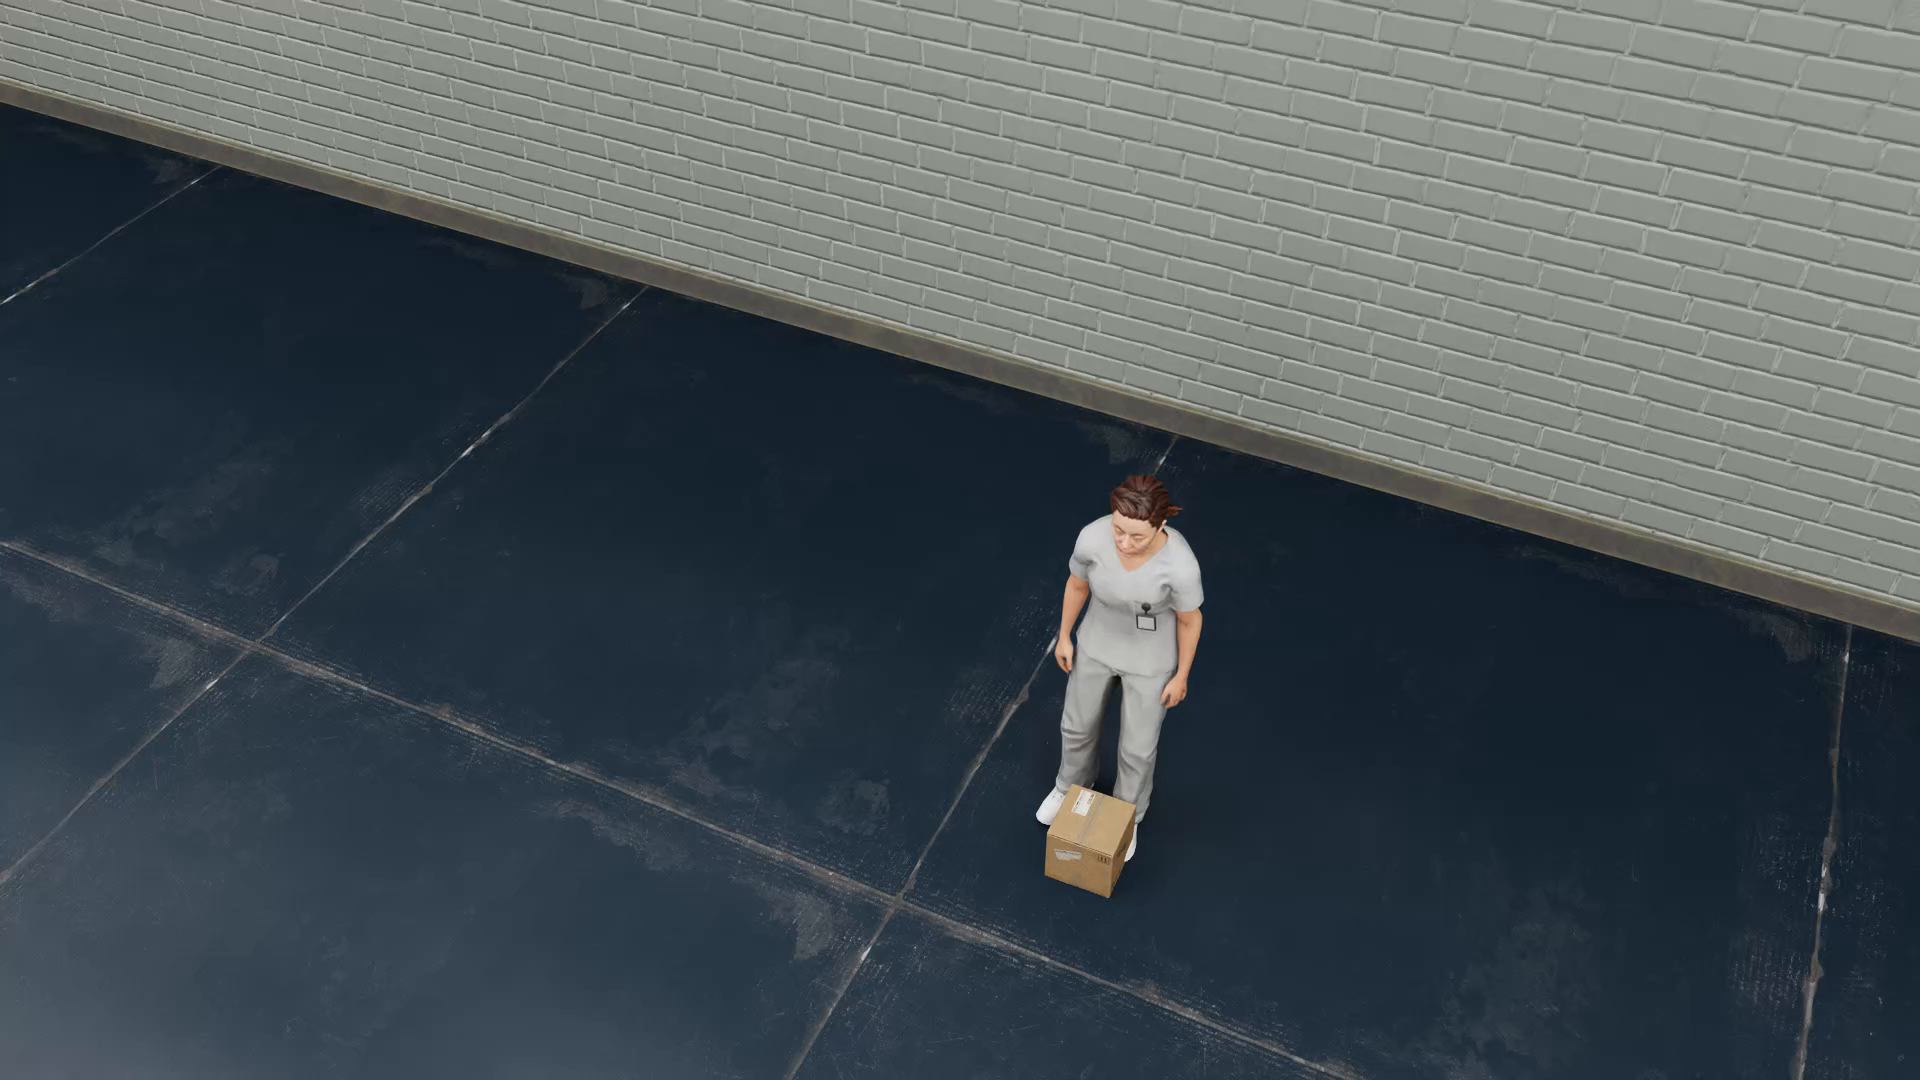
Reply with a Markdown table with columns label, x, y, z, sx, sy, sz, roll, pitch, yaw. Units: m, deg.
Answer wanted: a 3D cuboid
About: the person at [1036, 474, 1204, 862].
| label | x | y | z | sx | sy | sz | roll | pitch | yaw |
| --- | --- | --- | --- | --- | --- | --- | --- | --- | --- |
| person | 0.555 | 0.423 | 5.698 | 0.486 | 1.668 | 0.406 | 18 | 45 | 19 |
